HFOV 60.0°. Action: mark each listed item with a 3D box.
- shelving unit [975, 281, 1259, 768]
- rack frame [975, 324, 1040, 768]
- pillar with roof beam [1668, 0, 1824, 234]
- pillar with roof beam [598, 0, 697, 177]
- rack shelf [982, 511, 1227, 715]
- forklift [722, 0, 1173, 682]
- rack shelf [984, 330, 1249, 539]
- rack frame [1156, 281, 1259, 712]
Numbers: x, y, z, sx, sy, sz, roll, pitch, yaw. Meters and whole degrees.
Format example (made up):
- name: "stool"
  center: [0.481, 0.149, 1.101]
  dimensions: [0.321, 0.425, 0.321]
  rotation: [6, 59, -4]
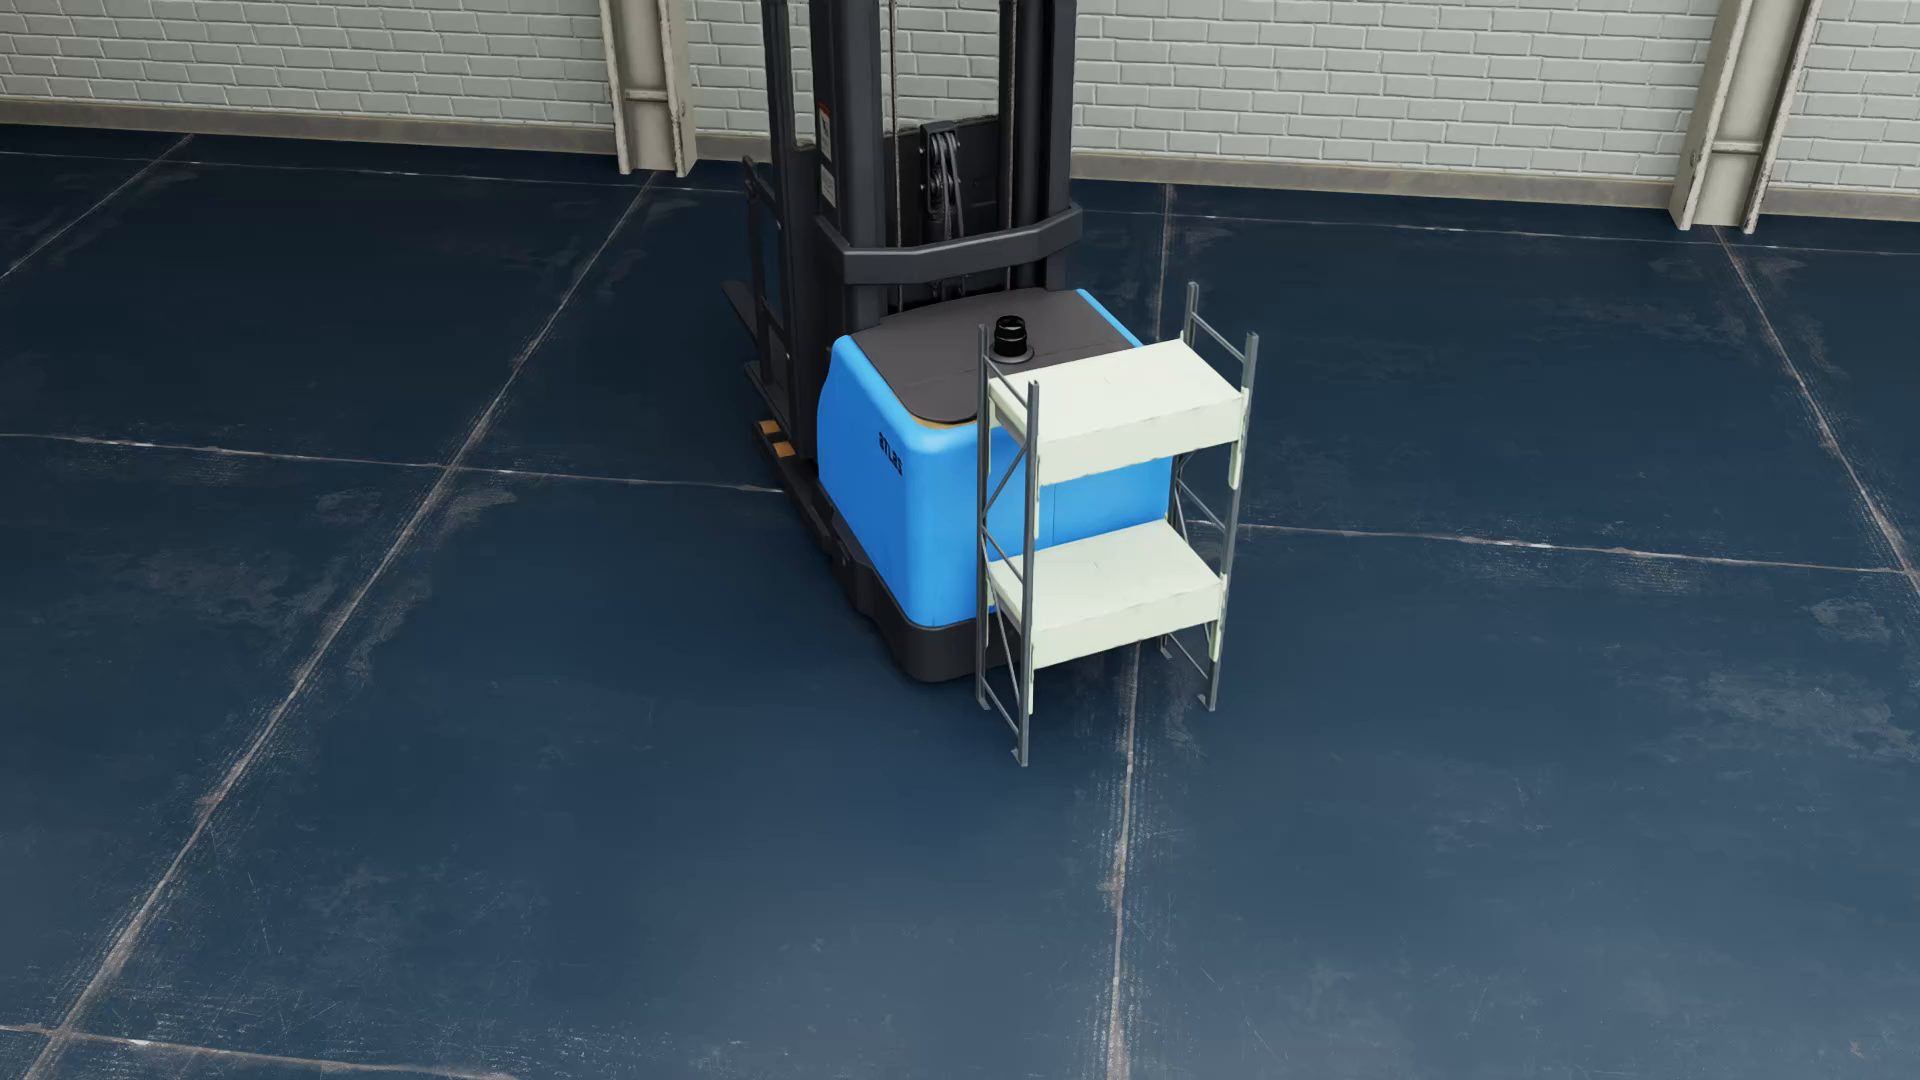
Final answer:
- name: "shelving unit"
  center: [0.480, -0.026, 5.495]
  dimensions: [0.755, 1.500, 0.431]
  rotation: [-14, 38, -18]
- name: "rack frame"
  center: [0.143, 0.057, 5.379]
  dimensions: [0.023, 1.500, 0.400]
  rotation: [-14, 38, -18]
- name: "pillar with roof beam"
  center: [3.620, -2.963, 3.155]
  dimensions: [0.400, 9.000, 9.100]
  rotation: [4, 36, 6]
- name: "pillar with roof beam"
  center: [-2.332, -3.407, 3.777]
  dimensions: [0.400, 9.000, 9.100]
  rotation: [4, 36, 6]
- name: "rack shelf"
  center: [0.480, 0.239, 5.685]
  dimensions: [0.720, 0.370, 0.431]
  rotation: [-14, 38, -18]
- name: "forklift"
  center: [-0.261, -1.537, 6.381]
  dimensions: [1.130, 2.935, 3.031]
  rotation: [-14, 38, -18]
- name: "rack shelf"
  center: [0.480, -0.344, 5.269]
  dimensions: [0.720, 0.370, 0.431]
  rotation: [-14, 38, -18]
- name: "rack frame"
  center: [0.817, -0.109, 5.611]
  dimensions: [0.023, 1.500, 0.400]
  rotation: [-14, 38, -18]
